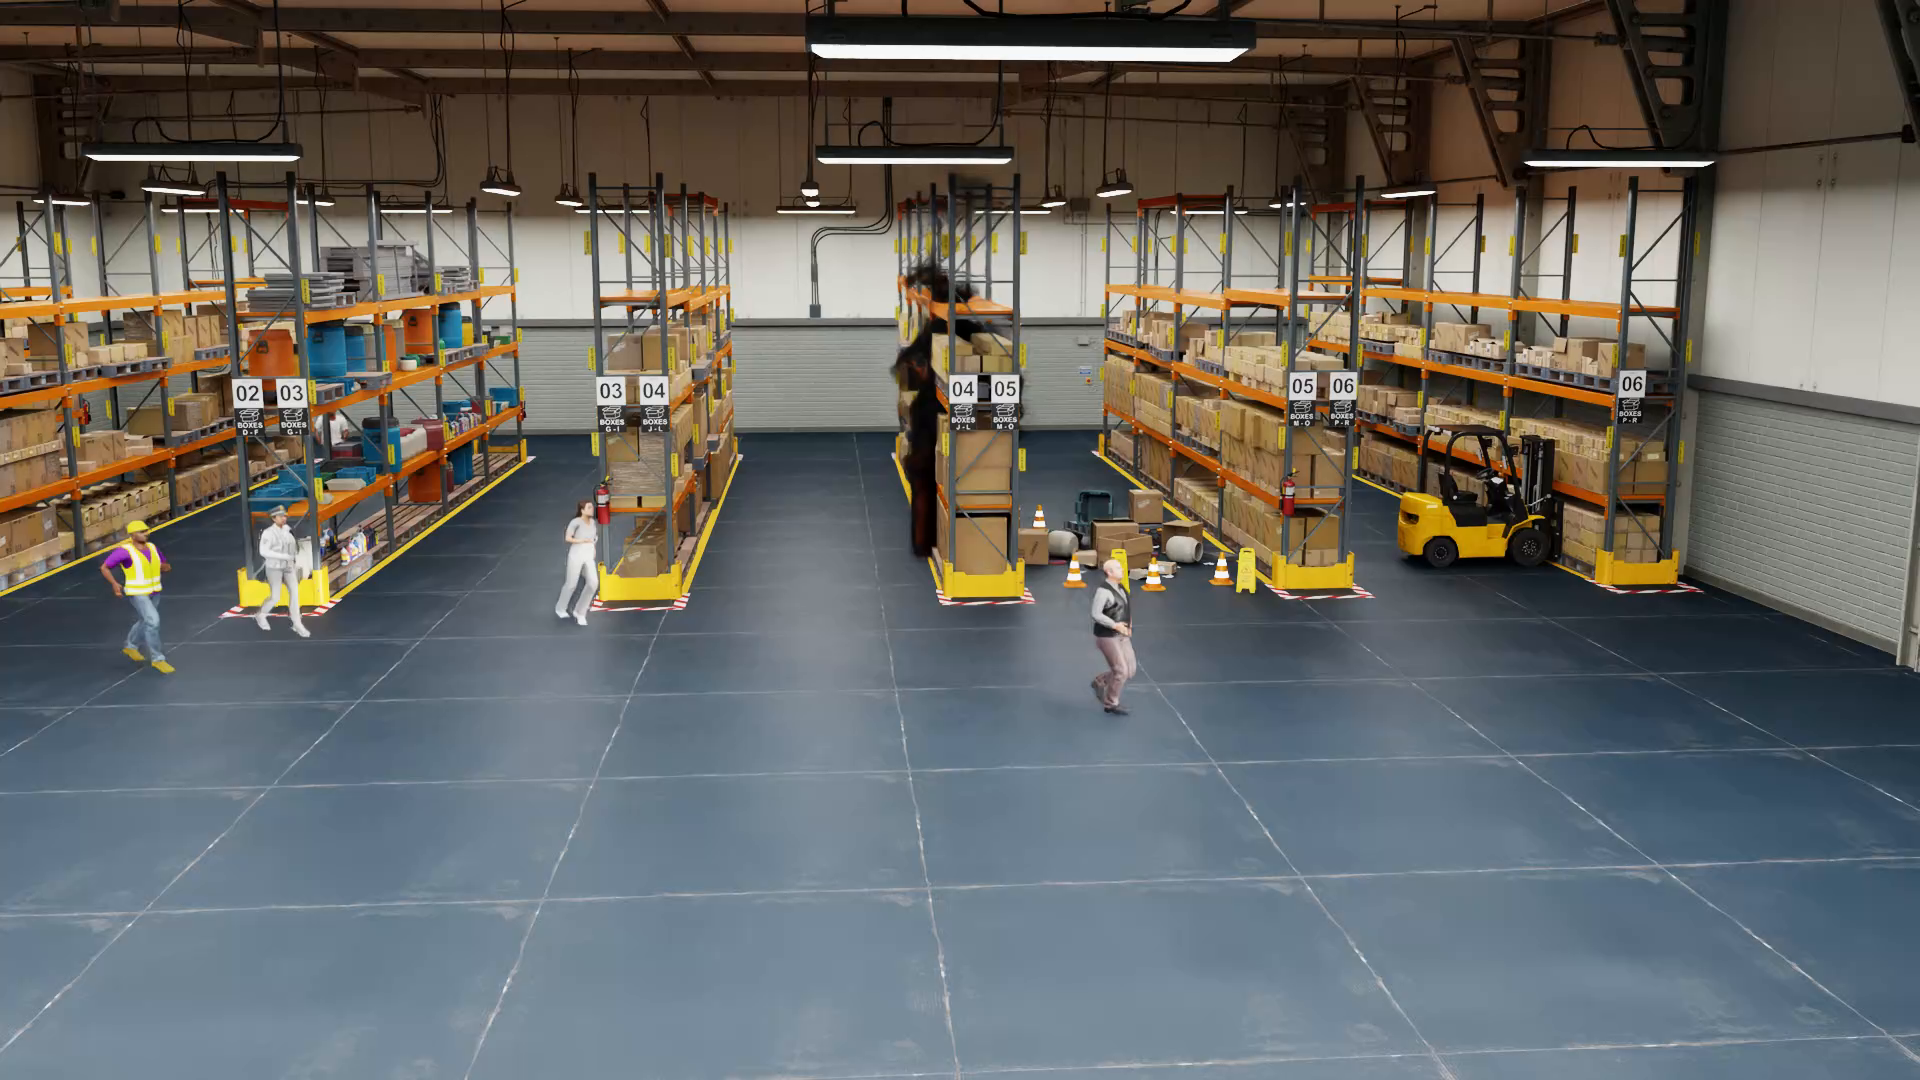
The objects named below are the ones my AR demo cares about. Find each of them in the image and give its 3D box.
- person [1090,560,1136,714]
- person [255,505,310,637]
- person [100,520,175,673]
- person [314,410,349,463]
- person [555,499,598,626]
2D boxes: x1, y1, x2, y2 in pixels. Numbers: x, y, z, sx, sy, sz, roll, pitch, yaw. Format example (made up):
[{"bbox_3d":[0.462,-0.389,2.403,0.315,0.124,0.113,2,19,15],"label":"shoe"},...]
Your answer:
[{"bbox_3d":[1.656,1.041,17.984,0.587,1.681,0.680,6,12,29],"label":"person"},{"bbox_3d":[-8.851,0.385,21.638,0.829,1.719,0.632,5,11,26],"label":"person"},{"bbox_3d":[-9.721,0.656,19.803,0.879,1.803,0.682,3,10,17],"label":"person"},{"bbox_3d":[-13.354,-2.050,35.375,0.695,1.731,0.559,-3,11,-18],"label":"person"},{"bbox_3d":[-5.083,0.283,22.416,0.582,1.682,0.696,-10,14,-43],"label":"person"}]
